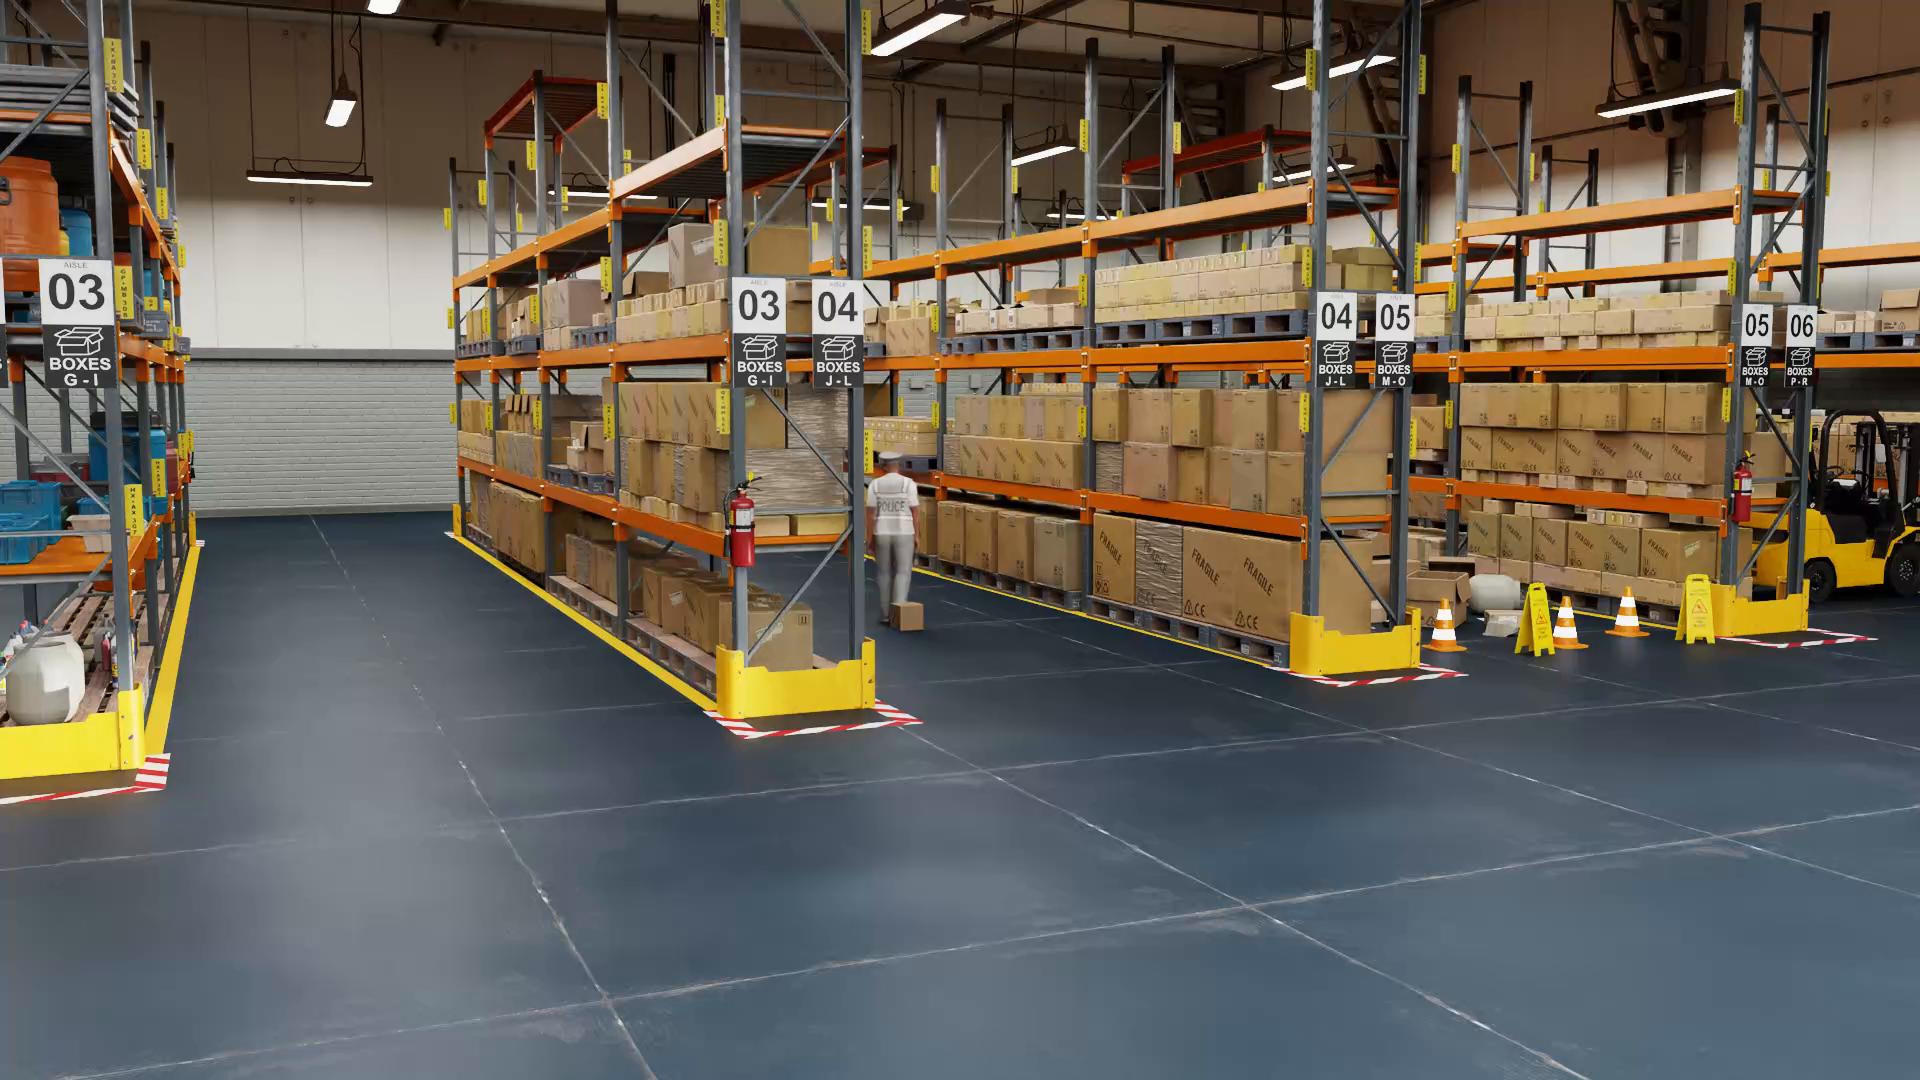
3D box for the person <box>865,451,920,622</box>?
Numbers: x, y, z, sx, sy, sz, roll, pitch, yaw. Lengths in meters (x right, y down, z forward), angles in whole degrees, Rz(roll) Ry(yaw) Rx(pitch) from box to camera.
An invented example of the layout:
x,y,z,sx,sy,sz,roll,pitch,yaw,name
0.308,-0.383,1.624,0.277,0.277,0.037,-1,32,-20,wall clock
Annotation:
x,y,z,sx,sy,sz,roll,pitch,yaw,name
-0.673,-0.023,16.922,0.569,1.752,0.576,1,5,12,person
